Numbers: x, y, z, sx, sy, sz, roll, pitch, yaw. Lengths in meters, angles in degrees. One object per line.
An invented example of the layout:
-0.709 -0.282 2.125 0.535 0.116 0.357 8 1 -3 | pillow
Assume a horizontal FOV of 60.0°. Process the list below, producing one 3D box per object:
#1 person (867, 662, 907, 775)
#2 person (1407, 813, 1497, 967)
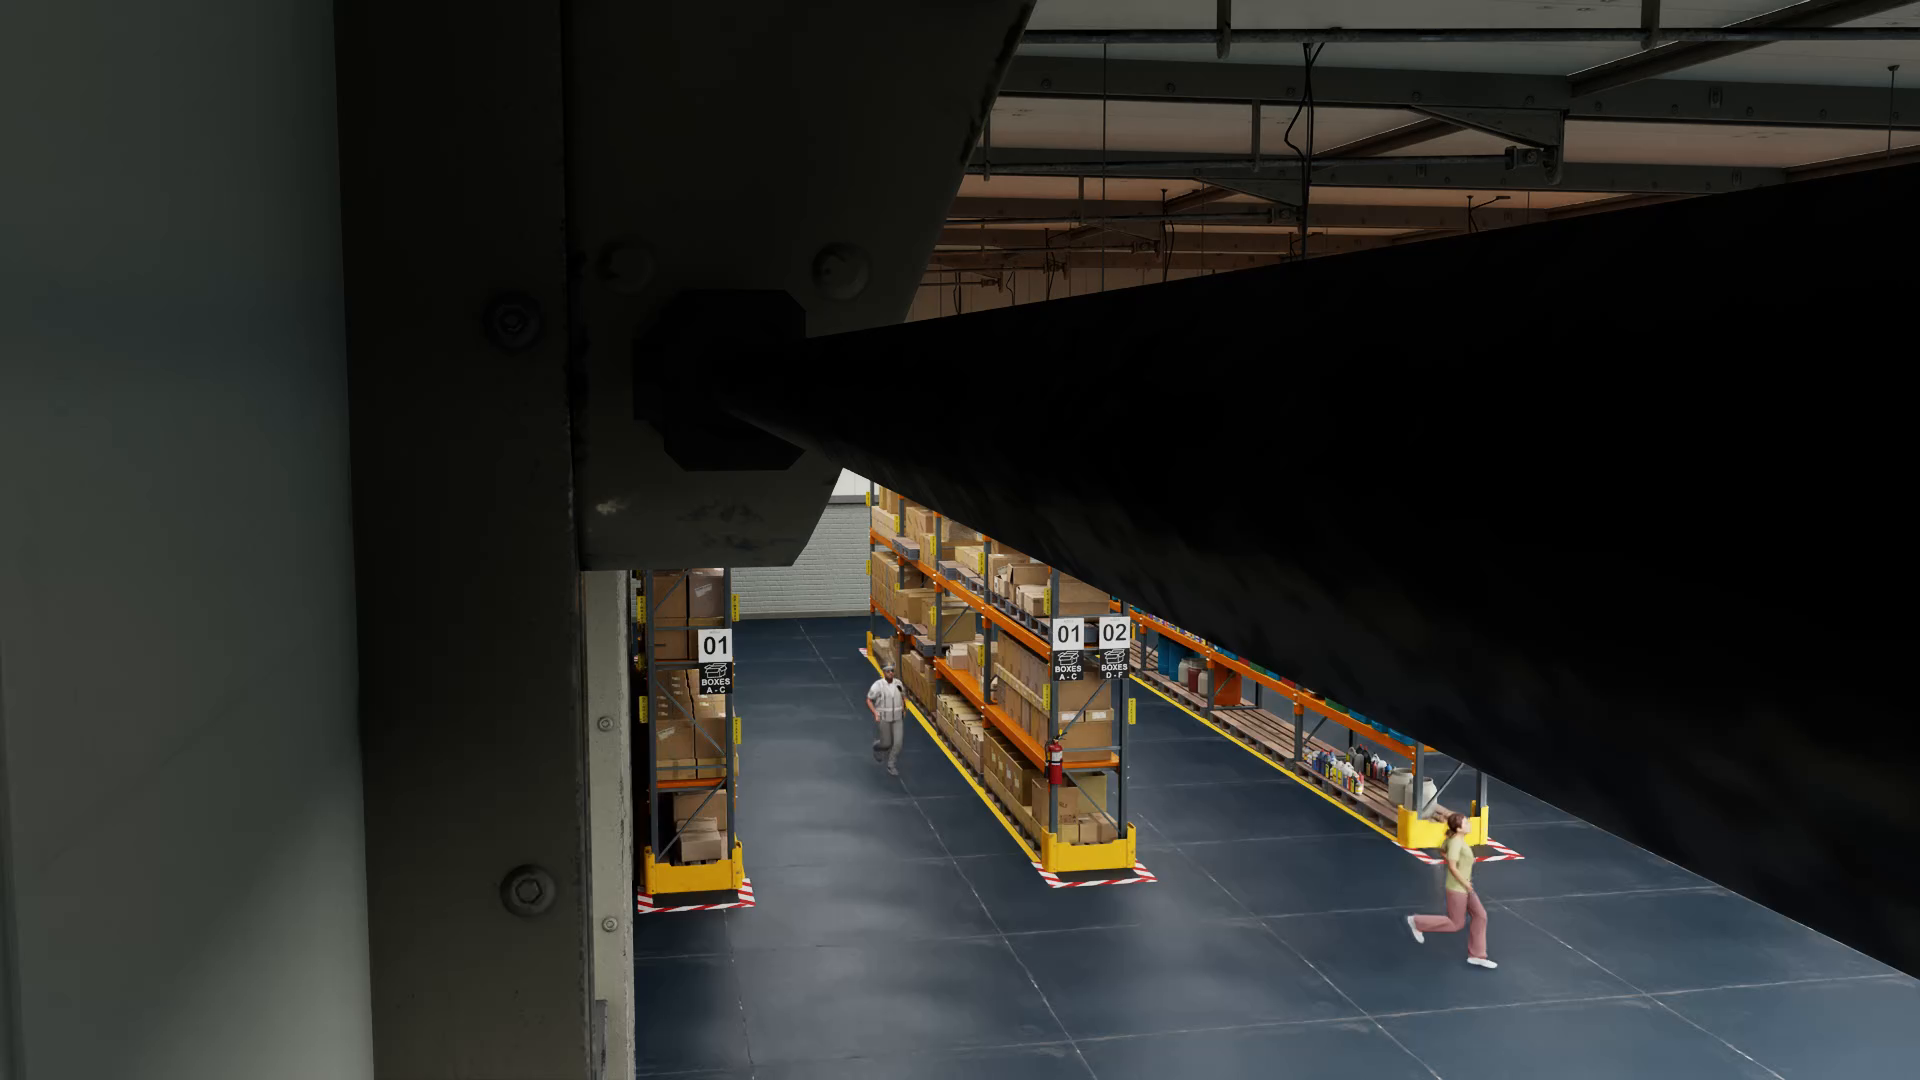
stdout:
-1.108 2.734 25.750 0.668 1.745 0.646 -3 6 -23 | person
5.244 3.702 17.648 0.925 1.642 0.569 2 6 21 | person
